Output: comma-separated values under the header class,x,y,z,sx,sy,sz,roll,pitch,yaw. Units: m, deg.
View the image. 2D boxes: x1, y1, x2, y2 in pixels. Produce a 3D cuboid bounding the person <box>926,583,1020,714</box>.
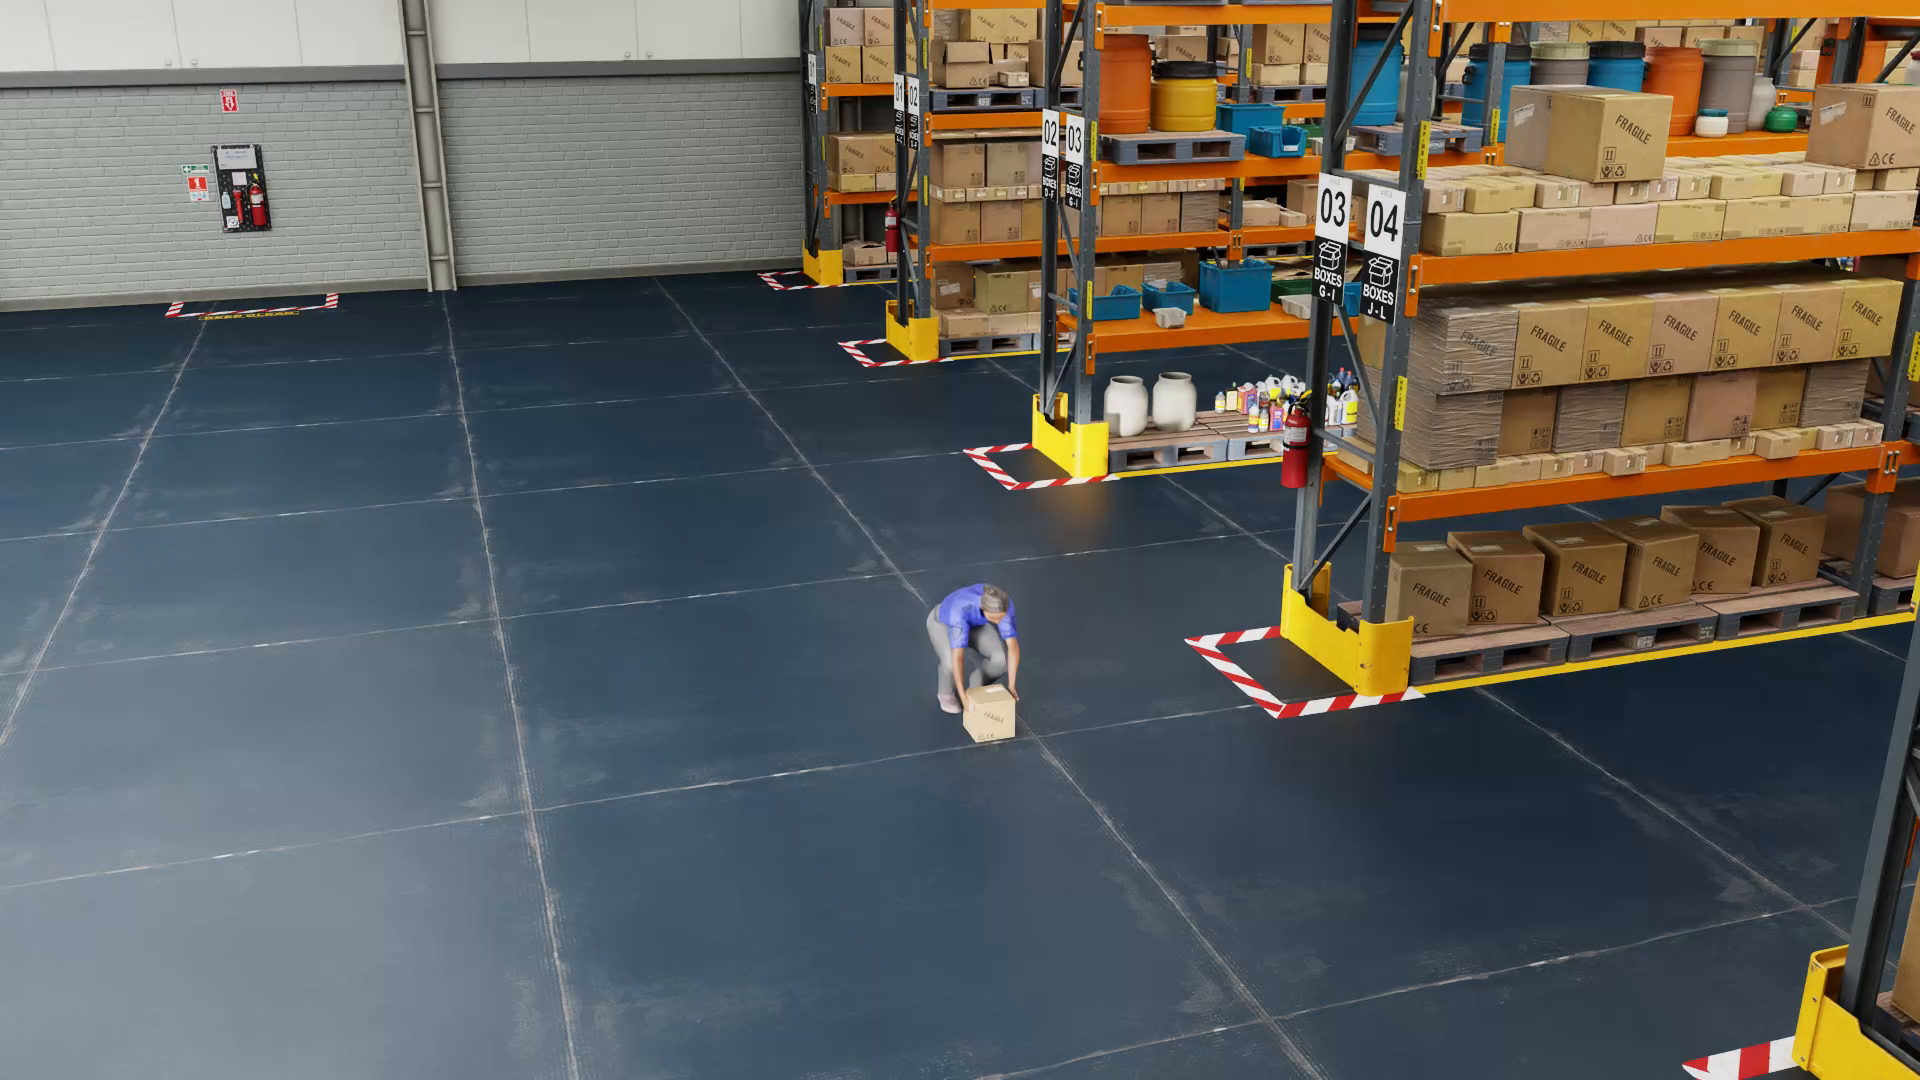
class,x,y,z,sx,sy,sz,roll,pitch,yaw
person,0.086,0.634,10.407,0.475,0.911,0.805,-6,20,-17
